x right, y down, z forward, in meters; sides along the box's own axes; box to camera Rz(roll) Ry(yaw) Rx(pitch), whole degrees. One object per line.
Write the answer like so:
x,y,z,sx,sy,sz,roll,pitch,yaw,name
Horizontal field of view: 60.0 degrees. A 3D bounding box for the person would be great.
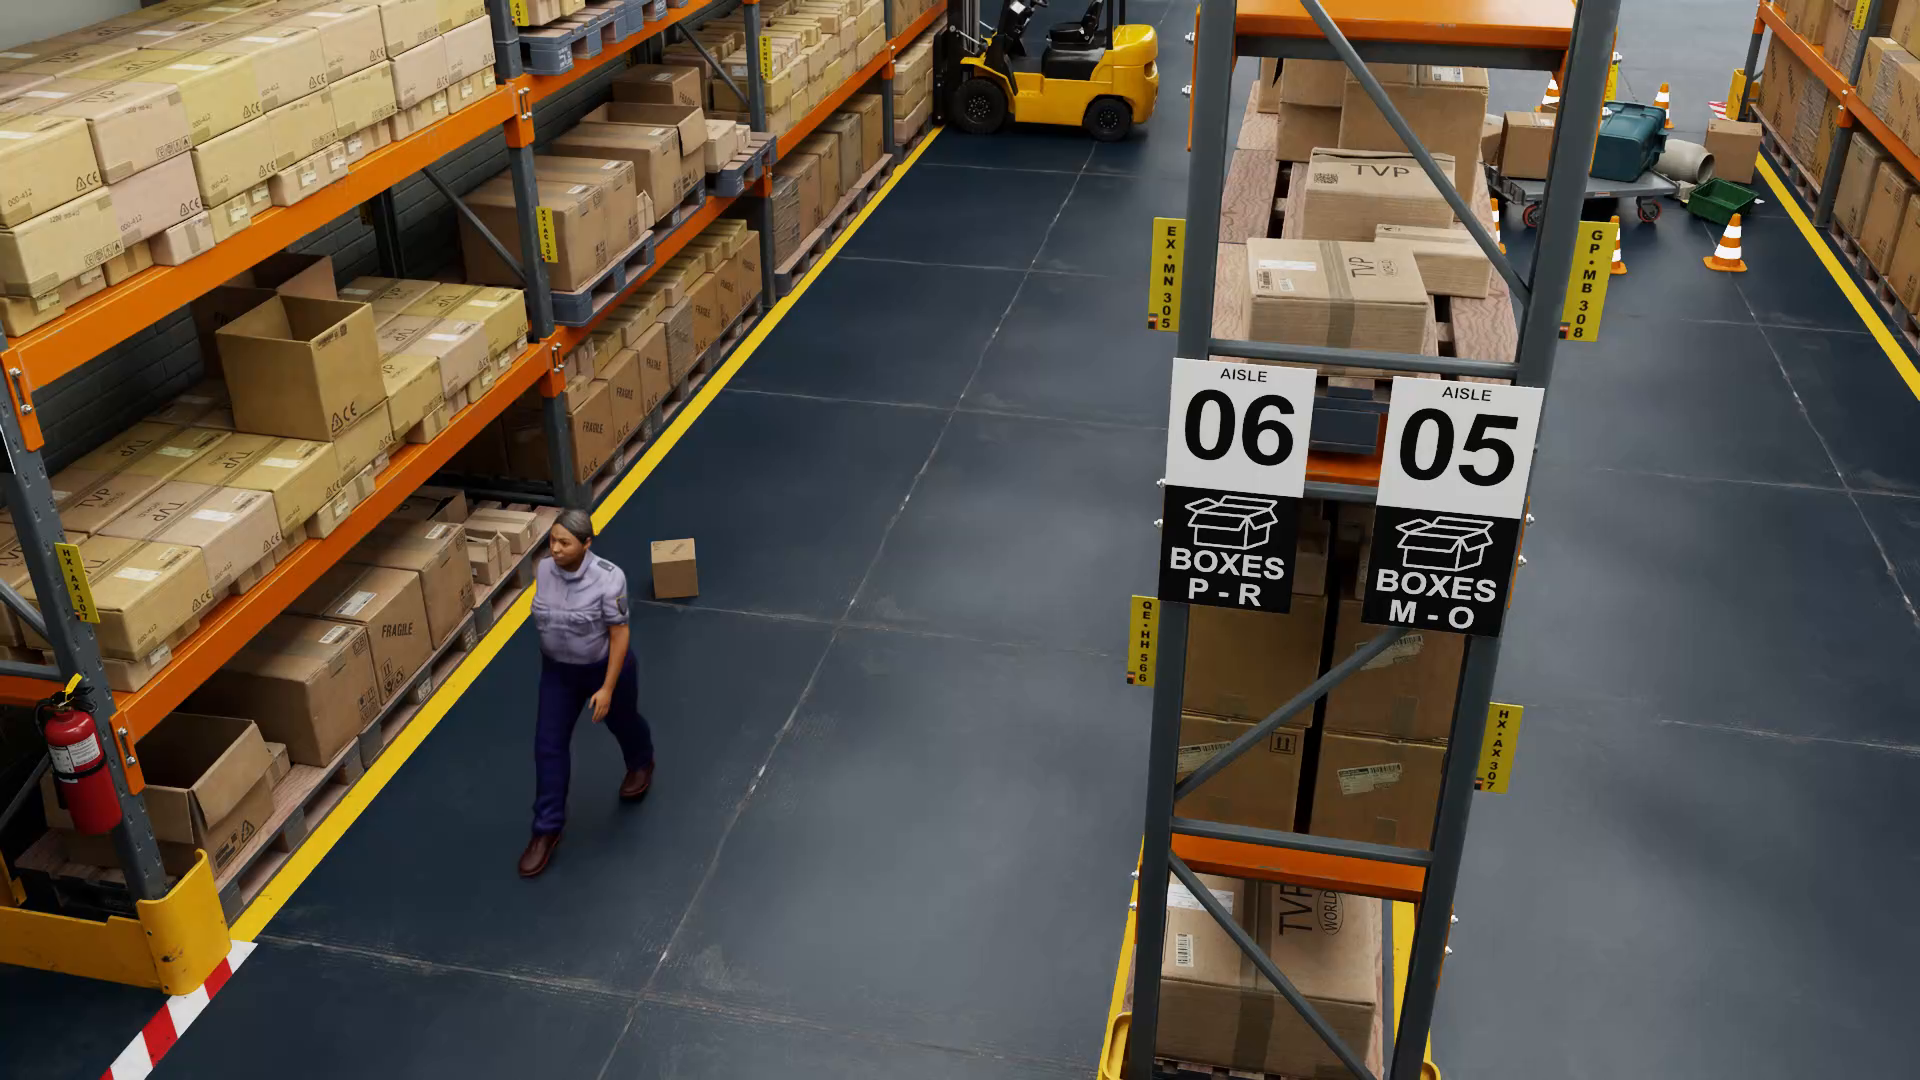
-1.707,0.628,7.472,0.490,1.612,0.922,8,30,14,person
